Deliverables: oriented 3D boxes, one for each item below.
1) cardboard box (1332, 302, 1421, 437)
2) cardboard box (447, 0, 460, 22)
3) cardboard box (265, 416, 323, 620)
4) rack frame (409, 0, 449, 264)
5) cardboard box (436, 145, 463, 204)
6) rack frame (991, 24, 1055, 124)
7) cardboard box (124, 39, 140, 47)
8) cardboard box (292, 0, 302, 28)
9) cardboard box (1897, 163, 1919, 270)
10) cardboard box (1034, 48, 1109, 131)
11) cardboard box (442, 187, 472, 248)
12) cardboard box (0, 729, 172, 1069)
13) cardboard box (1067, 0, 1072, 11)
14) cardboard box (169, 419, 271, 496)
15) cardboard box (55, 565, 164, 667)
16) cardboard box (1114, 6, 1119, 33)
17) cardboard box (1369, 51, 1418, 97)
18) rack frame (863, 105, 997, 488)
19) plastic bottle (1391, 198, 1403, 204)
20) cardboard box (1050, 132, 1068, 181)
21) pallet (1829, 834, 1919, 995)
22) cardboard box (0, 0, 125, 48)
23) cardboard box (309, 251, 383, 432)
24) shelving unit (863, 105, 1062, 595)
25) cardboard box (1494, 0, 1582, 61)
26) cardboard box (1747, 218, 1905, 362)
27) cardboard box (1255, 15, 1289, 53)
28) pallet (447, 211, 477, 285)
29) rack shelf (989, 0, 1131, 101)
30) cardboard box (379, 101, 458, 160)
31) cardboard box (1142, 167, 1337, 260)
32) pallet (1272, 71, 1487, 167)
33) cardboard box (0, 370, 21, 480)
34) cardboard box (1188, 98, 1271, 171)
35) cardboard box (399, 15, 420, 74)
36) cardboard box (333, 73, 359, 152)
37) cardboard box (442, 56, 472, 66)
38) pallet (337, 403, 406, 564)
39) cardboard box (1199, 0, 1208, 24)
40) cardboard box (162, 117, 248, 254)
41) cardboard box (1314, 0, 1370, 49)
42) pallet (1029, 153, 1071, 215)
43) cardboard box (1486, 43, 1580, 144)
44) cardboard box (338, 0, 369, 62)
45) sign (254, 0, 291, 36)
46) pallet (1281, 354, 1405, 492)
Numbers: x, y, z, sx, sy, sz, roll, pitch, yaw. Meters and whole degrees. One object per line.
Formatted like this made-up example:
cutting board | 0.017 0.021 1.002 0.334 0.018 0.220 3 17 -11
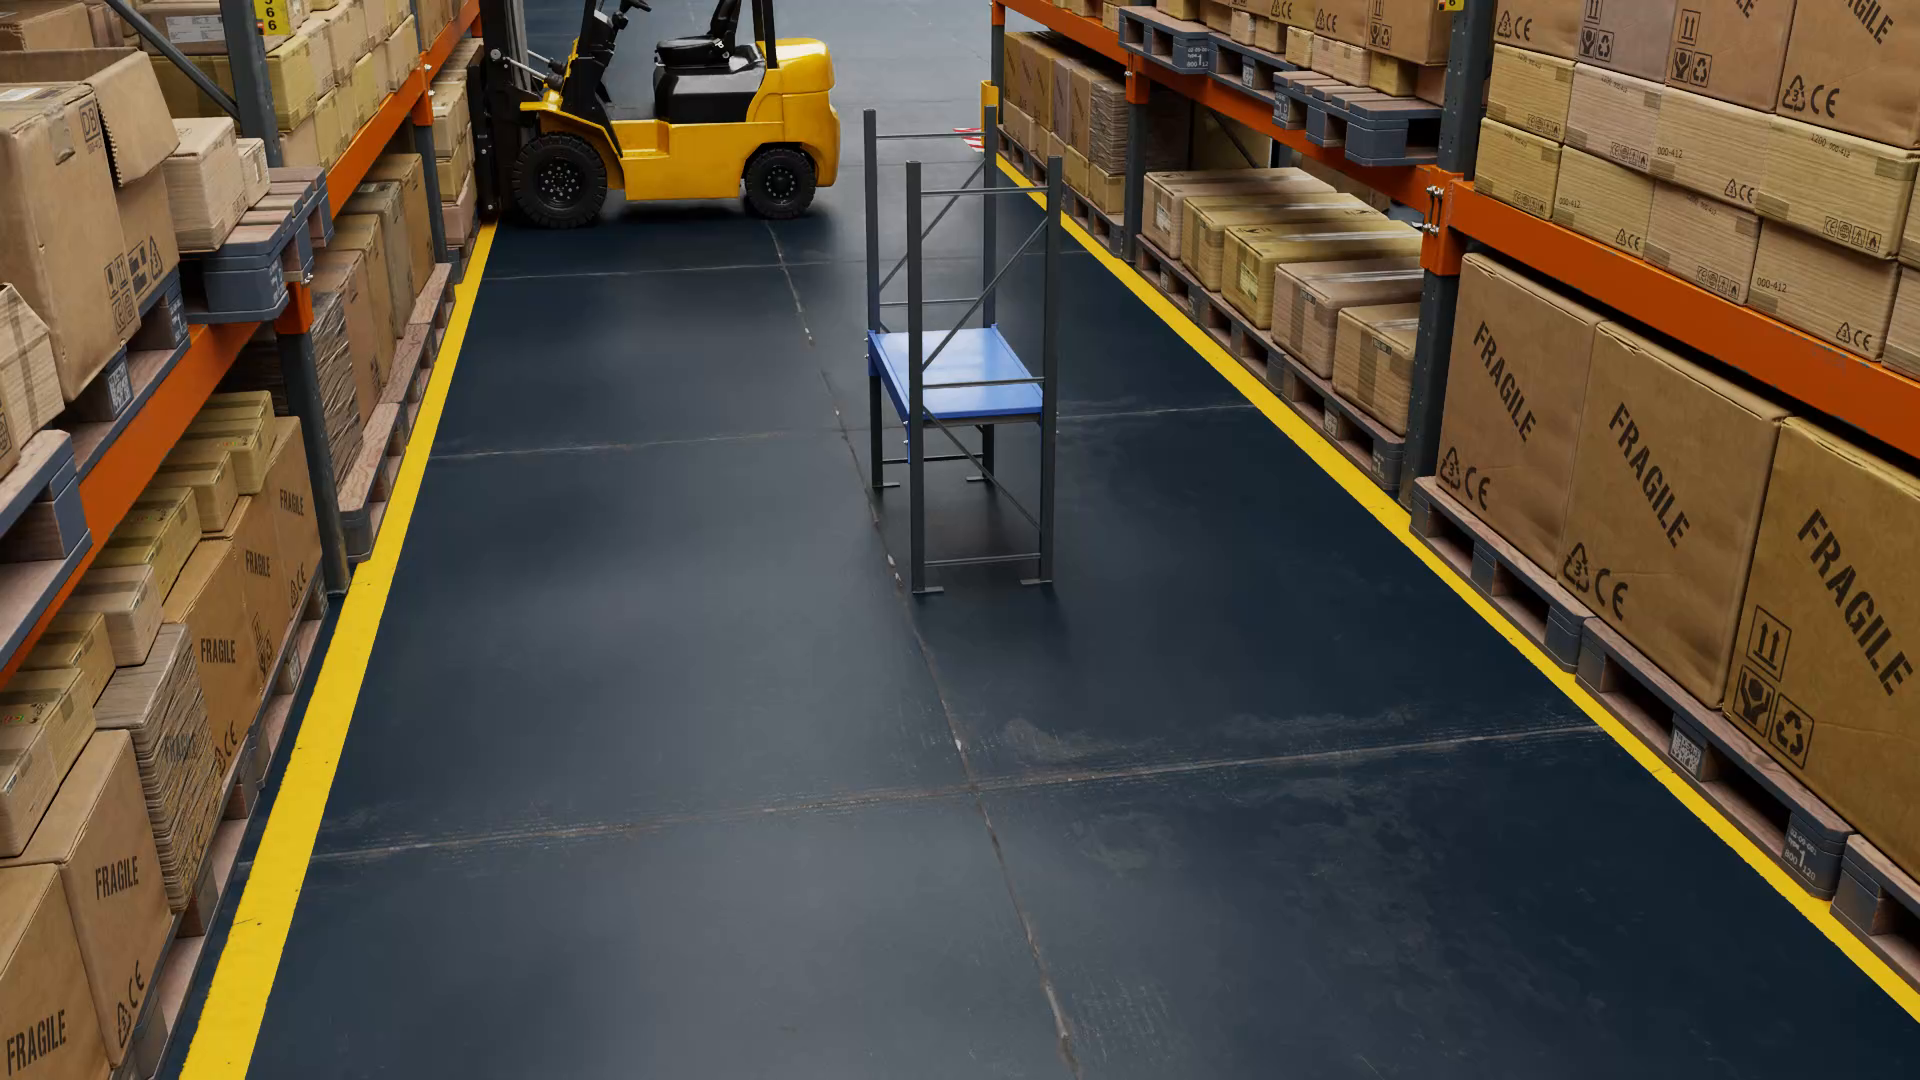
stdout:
cardboard box | 2.140 -0.745 6.967 0.950 0.372 0.625 -6 24 -13
cardboard box | -3.488 -3.580 10.575 0.500 0.500 0.500 -4 24 -9
cardboard box | -2.354 -0.062 5.242 0.500 0.500 0.500 -4 24 -8
rack frame | -3.383 -2.738 8.772 1.000 3.000 0.127 -4 24 -10
cardboard box | -3.169 -2.113 9.627 0.500 0.250 0.500 -4 24 -10
rack frame | 0.755 -4.681 13.219 1.000 3.000 0.127 -4 24 -10
cardboard box | -2.999 -1.482 5.457 0.500 0.250 0.500 -4 24 -9
cardboard box | -2.536 -1.859 5.824 0.380 0.149 0.250 -4 24 -8
cardboard box | 2.452 -0.676 3.612 0.500 0.250 0.500 -4 24 -8
cardboard box | 0.823 -3.206 11.818 0.500 0.500 0.500 -4 24 -9
cardboard box | -3.147 -1.886 9.730 0.500 0.250 0.500 -4 24 -9
cardboard box | -1.968 0.749 3.386 0.500 0.500 0.500 -5 24 -11
cardboard box | 0.927 -3.598 11.055 0.380 0.149 0.250 -5 24 -11
cardboard box | -2.222 -0.229 4.814 0.380 0.149 0.250 -6 24 -12
cardboard box | -2.085 0.190 3.856 0.380 0.149 0.250 -5 24 -12
cardboard box | 1.136 -3.096 9.905 0.380 0.149 0.250 -5 24 -10
cardboard box | 1.822 -1.823 6.465 0.380 0.149 0.250 -4 24 -9
rack frame | -0.110 -0.921 6.484 0.500 1.500 0.032 -4 24 -10
plastic bottle | 3.099 -2.407 11.685 0.133 0.061 0.283 0 24 -1
cardboard box | 0.923 -2.661 11.507 0.500 0.250 0.500 -4 24 -9
pallet | 2.757 1.019 3.652 1.003 0.211 1.213 -4 24 -10
cardboard box | -2.902 -1.621 5.279 0.380 0.149 0.250 -4 24 -8
cardboard box | -2.874 -0.772 6.712 0.875 0.625 0.625 -4 24 -8
shelving unit | -0.016 -0.721 6.027 0.538 1.500 1.048 -4 24 -10
cardboard box | 2.085 -1.826 5.309 0.500 0.500 0.500 -5 24 -12
cardboard box | 2.376 -0.653 4.184 0.500 0.250 0.500 -4 24 -10
cardboard box | 1.578 -2.326 7.618 0.380 0.149 0.250 -5 24 -11
pallet | -3.489 -1.777 10.054 1.003 0.211 1.213 -4 24 -10
rack shelf | 1.125 -3.564 11.562 1.077 0.370 4.000 -4 24 -10
cardboard box | -3.164 -2.343 9.527 0.500 0.250 0.500 -5 24 -11
cardboard box | 1.594 -1.889 9.587 0.950 0.372 0.625 -4 24 -9
pallet | 1.998 -1.718 6.677 1.213 0.211 1.003 -4 24 -10
cardboard box | -1.869 -0.241 2.403 0.700 0.500 0.500 -4 24 -9
cardboard box | 1.651 -2.635 10.510 0.500 0.500 0.500 -3 24 -7
cardboard box | -3.033 -2.491 8.393 0.500 0.250 0.500 -4 24 -9
cardboard box | -2.675 -1.689 6.558 0.500 0.250 0.500 -5 24 -11
cardboard box | -3.528 -3.146 11.368 0.500 0.250 0.500 -4 24 -9
pallet | -2.757 -0.214 6.476 1.003 0.211 1.213 -4 24 -10
cardboard box | 1.451 -2.739 8.563 0.380 0.149 0.250 -3 24 -6
cardboard box | -2.130 -0.898 4.221 0.500 0.250 0.500 -5 24 -12
cardboard box | 1.771 -2.269 6.677 0.500 0.500 0.500 -5 24 -11
pallet | 1.107 -2.572 11.875 1.003 0.211 1.213 -4 24 -10
cardboard box | 2.085 -1.477 5.446 0.500 0.250 0.500 -4 24 -10
cardboard box | -2.775 -2.121 6.922 0.500 0.250 0.500 -4 24 -9
sign | -2.112 -1.703 5.055 0.100 0.325 0.005 -4 24 -10
pallet | 2.091 -0.564 7.277 1.003 0.211 1.213 -4 24 -10
